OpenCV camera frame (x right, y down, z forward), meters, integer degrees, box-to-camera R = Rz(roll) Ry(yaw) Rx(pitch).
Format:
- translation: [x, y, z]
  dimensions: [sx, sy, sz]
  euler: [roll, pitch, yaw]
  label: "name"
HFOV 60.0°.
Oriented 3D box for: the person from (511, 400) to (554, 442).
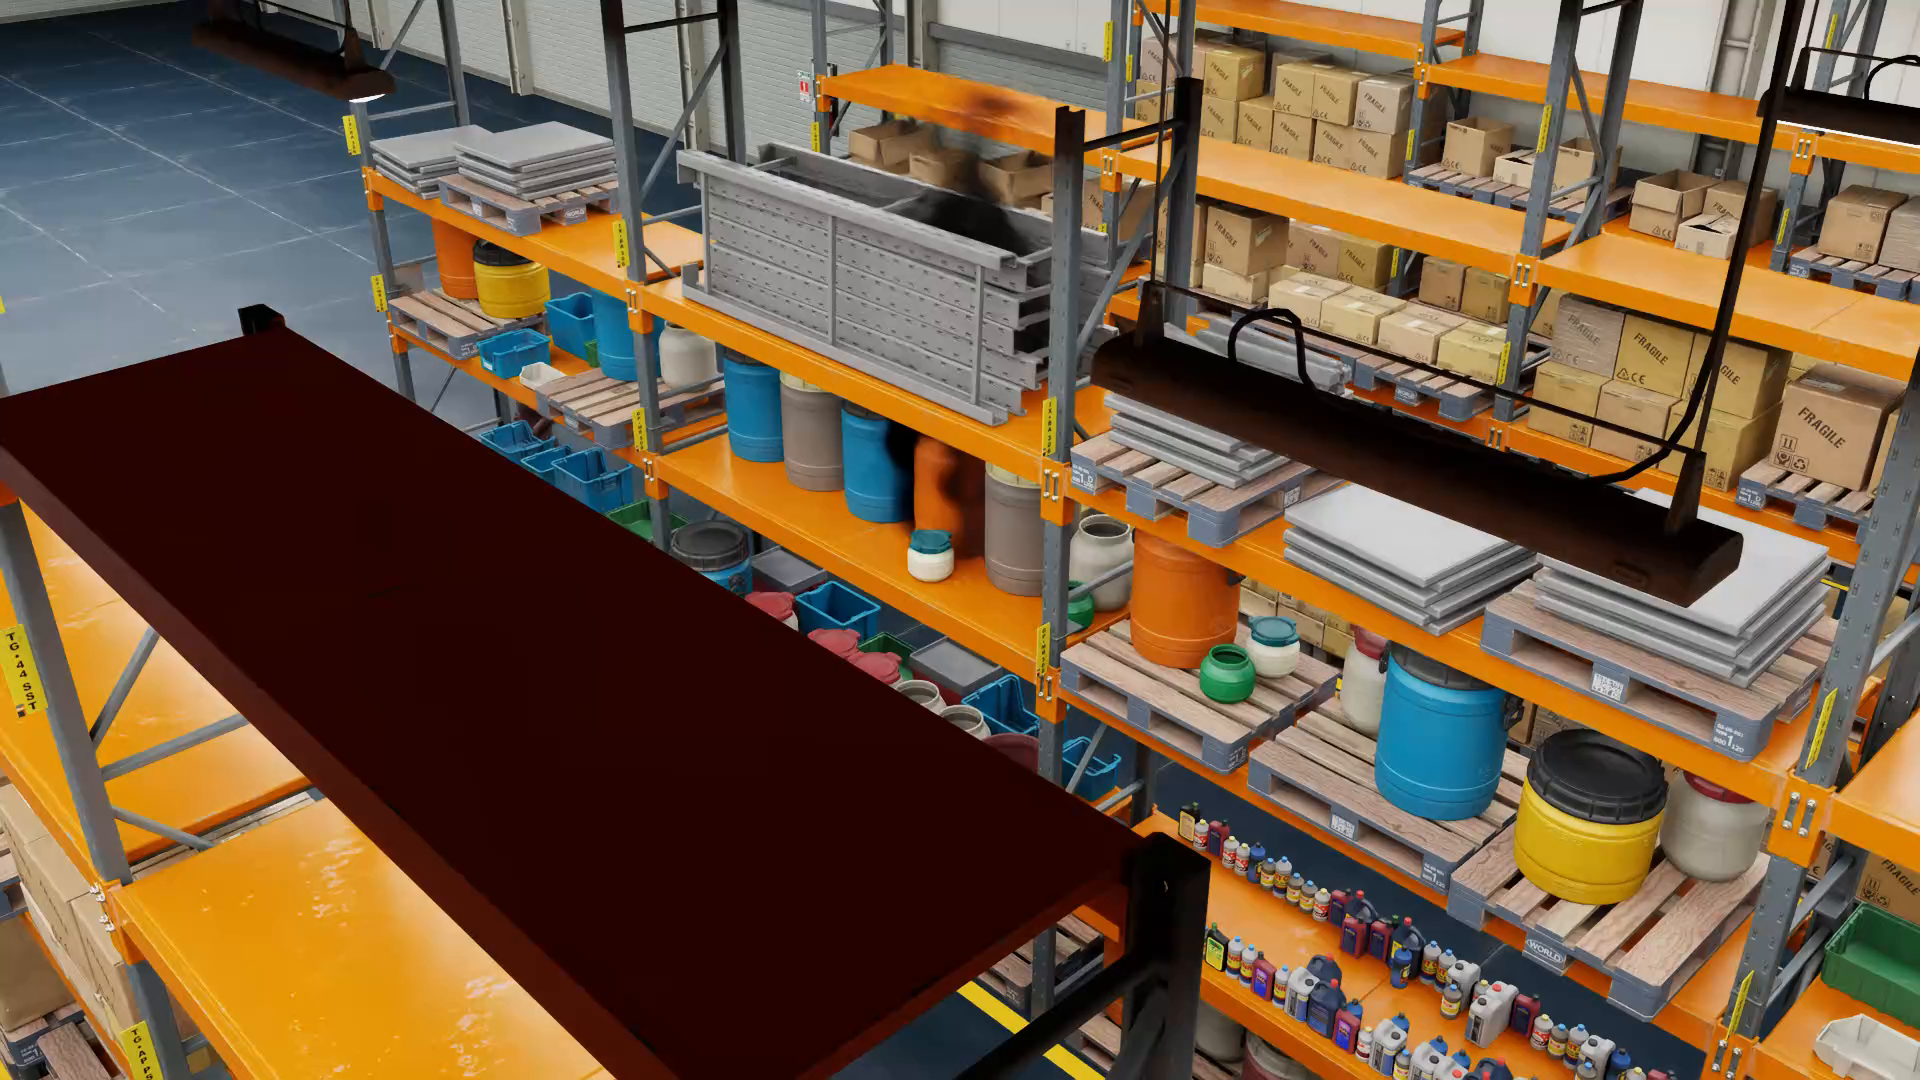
- translation: [-4.271, -1.060, 17.005]
  dimensions: [0.647, 1.749, 0.723]
  euler: [-9, 30, -17]
  label: "person"
